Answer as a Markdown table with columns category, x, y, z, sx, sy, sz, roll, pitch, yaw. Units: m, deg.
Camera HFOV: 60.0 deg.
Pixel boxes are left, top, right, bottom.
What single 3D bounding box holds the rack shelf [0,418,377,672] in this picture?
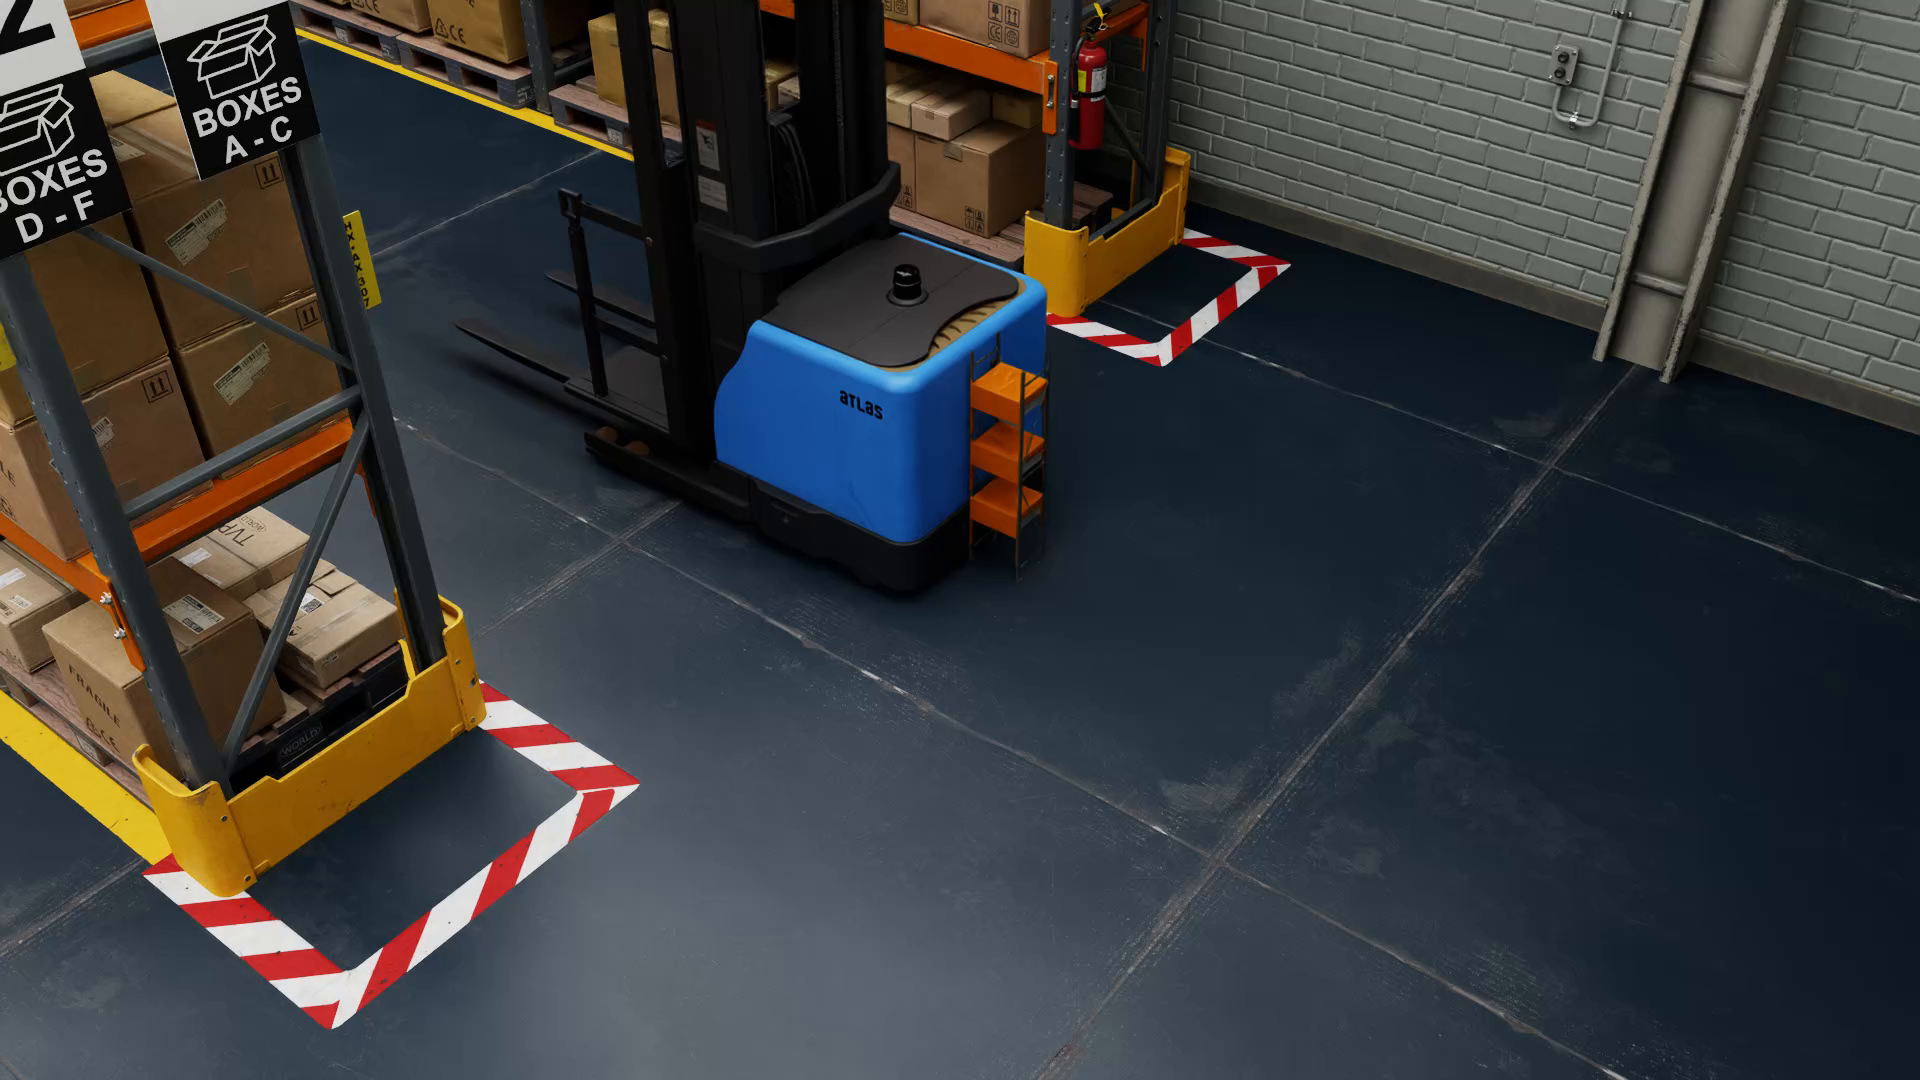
| category | x | y | z | sx | sy | sz | roll | pitch | yaw |
| --- | --- | --- | --- | --- | --- | --- | --- | --- | --- |
| rack shelf | -3.813 | -0.729 | 6.332 | 4.000 | 0.370 | 1.077 | 25 | 45 | 29 |

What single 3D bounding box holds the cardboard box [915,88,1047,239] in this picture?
| category | x | y | z | sx | sy | sz | roll | pitch | yaw |
| --- | --- | --- | --- | --- | --- | --- | --- | --- | --- |
| cardboard box | 0.166 | -2.085 | 9.167 | 0.500 | 0.500 | 0.700 | 25 | 45 | 29 |

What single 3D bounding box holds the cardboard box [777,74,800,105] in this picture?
| category | x | y | z | sx | sy | sz | roll | pitch | yaw |
| --- | --- | --- | --- | --- | --- | --- | --- | --- | --- |
| cardboard box | -0.632 | -2.460 | 9.646 | 0.500 | 0.500 | 0.700 | 24 | 44 | 27 |

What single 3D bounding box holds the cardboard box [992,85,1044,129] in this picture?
| category | x | y | z | sx | sy | sz | roll | pitch | yaw |
| --- | --- | --- | --- | --- | --- | --- | --- | --- | --- |
| cardboard box | 0.387 | -2.391 | 9.032 | 0.250 | 0.149 | 0.380 | 26 | 45 | 29 |

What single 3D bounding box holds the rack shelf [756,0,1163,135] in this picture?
| category | x | y | z | sx | sy | sz | roll | pitch | yaw |
| --- | --- | --- | --- | --- | --- | --- | --- | --- | --- |
| rack shelf | -0.806 | -3.156 | 9.432 | 4.000 | 0.370 | 1.077 | 25 | 45 | 29 |

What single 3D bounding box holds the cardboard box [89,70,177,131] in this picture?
| category | x | y | z | sx | sy | sz | roll | pitch | yaw |
| --- | --- | --- | --- | --- | --- | --- | --- | --- | --- |
| cardboard box | -2.836 | -1.184 | 5.437 | 0.500 | 0.500 | 0.500 | 26 | 45 | 29 |

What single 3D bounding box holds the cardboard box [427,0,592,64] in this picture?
| category | x | y | z | sx | sy | sz | roll | pitch | yaw |
| --- | --- | --- | --- | --- | --- | --- | --- | --- | --- |
| cardboard box | -2.990 | -3.687 | 10.930 | 0.750 | 0.750 | 0.750 | 26 | 45 | 29 |

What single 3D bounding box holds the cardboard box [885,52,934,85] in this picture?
| category | x | y | z | sx | sy | sz | roll | pitch | yaw |
| --- | --- | --- | --- | --- | --- | --- | --- | --- | --- |
| cardboard box | -0.215 | -2.675 | 9.394 | 0.250 | 0.149 | 0.380 | 26 | 45 | 29 |

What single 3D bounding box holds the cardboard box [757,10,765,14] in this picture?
| category | x | y | z | sx | sy | sz | roll | pitch | yaw |
| --- | --- | --- | --- | --- | --- | --- | --- | --- | --- |
| cardboard box | -1.228 | -3.152 | 10.003 | 0.250 | 0.149 | 0.380 | 24 | 44 | 27 |

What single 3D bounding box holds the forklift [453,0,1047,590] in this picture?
| category | x | y | z | sx | sy | sz | roll | pitch | yaw |
| --- | --- | --- | --- | --- | --- | --- | --- | --- | --- |
| forklift | -1.110 | -1.677 | 7.014 | 3.031 | 2.935 | 1.130 | 24 | 44 | 28 |

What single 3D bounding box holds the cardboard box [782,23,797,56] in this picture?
| category | x | y | z | sx | sy | sz | roll | pitch | yaw |
| --- | --- | --- | --- | --- | --- | --- | --- | --- | --- |
| cardboard box | -0.822 | -2.960 | 9.759 | 0.250 | 0.149 | 0.380 | 24 | 44 | 28 |

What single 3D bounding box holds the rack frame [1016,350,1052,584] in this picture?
| category | x | y | z | sx | sy | sz | roll | pitch | yaw |
| --- | --- | --- | --- | --- | --- | --- | --- | --- | --- |
| rack frame | 0.297 | -0.277 | 6.753 | 0.008 | 1.050 | 0.200 | 24 | 44 | 28 |

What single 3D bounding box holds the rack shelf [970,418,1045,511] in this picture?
| category | x | y | z | sx | sy | sz | roll | pitch | yaw |
| --- | --- | --- | --- | --- | --- | --- | --- | --- | --- |
| rack shelf | 0.199 | -0.314 | 6.816 | 0.240 | 0.259 | 0.215 | 24 | 44 | 28 |

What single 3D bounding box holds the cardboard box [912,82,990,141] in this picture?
| category | x | y | z | sx | sy | sz | roll | pitch | yaw |
| --- | --- | --- | --- | --- | --- | --- | --- | --- | --- |
| cardboard box | -0.047 | -2.299 | 8.914 | 0.250 | 0.149 | 0.380 | 25 | 44 | 28 |

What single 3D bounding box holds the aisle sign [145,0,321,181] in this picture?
| category | x | y | z | sx | sy | sz | roll | pitch | yaw |
| --- | --- | --- | --- | --- | --- | --- | --- | --- | --- |
| aisle sign | -1.991 | -1.405 | 4.503 | 0.004 | 0.787 | 0.394 | 25 | 45 | 29 |

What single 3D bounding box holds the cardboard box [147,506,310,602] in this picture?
| category | x | y | z | sx | sy | sz | roll | pitch | yaw |
| --- | --- | --- | --- | --- | --- | --- | --- | --- | --- |
| cardboard box | -2.881 | 0.116 | 6.542 | 0.500 | 0.250 | 0.500 | 25 | 45 | 29 |

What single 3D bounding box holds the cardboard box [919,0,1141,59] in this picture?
| category | x | y | z | sx | sy | sz | roll | pitch | yaw |
| --- | --- | --- | --- | --- | --- | --- | --- | --- | --- |
| cardboard box | 0.371 | -2.995 | 8.399 | 0.700 | 0.700 | 0.980 | 27 | 46 | 30 |

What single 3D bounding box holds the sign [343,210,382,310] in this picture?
| category | x | y | z | sx | sy | sz | roll | pitch | yaw |
| --- | --- | --- | --- | --- | --- | --- | --- | --- | --- |
| sign | -1.894 | -0.870 | 5.226 | 0.005 | 0.325 | 0.100 | 25 | 45 | 29 |

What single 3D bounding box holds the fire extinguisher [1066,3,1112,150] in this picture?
| category | x | y | z | sx | sy | sz | roll | pitch | yaw |
| --- | --- | --- | --- | --- | --- | --- | --- | --- | --- |
| fire extinguisher | 0.622 | -2.231 | 8.031 | 0.183 | 0.674 | 0.296 | 25 | 45 | 29 |

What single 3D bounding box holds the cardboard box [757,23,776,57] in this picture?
| category | x | y | z | sx | sy | sz | roll | pitch | yaw |
| --- | --- | --- | --- | --- | --- | --- | --- | --- | --- |
| cardboard box | -1.287 | -2.882 | 9.659 | 0.250 | 0.149 | 0.380 | 24 | 44 | 27 |

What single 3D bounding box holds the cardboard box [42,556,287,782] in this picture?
| category | x | y | z | sx | sy | sz | roll | pitch | yaw |
| --- | --- | --- | --- | --- | --- | --- | --- | --- | --- |
| cardboard box | -2.806 | 0.464 | 5.894 | 0.500 | 0.500 | 0.500 | 25 | 45 | 29 |

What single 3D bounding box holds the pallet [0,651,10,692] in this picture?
| category | x | y | z | sx | sy | sz | roll | pitch | yaw |
| --- | --- | --- | --- | --- | --- | --- | --- | --- | --- |
| pallet | -3.883 | 0.051 | 7.014 | 1.213 | 0.211 | 1.003 | 25 | 45 | 29 |

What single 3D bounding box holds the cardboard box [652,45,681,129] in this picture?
| category | x | y | z | sx | sy | sz | roll | pitch | yaw |
| --- | --- | --- | --- | --- | --- | --- | --- | --- | --- |
| cardboard box | -1.466 | -2.850 | 10.144 | 0.500 | 0.500 | 0.700 | 25 | 44 | 28 |

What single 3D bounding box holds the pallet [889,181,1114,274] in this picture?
| category | x | y | z | sx | sy | sz | roll | pitch | yaw |
| --- | --- | --- | --- | --- | --- | --- | --- | --- | --- |
| pallet | 0.100 | -1.854 | 9.447 | 1.213 | 0.211 | 1.003 | 25 | 45 | 29 |

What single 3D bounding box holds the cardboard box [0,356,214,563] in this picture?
| category | x | y | z | sx | sy | sz | roll | pitch | yaw |
| --- | --- | --- | --- | --- | --- | --- | --- | --- | --- |
| cardboard box | -2.745 | -0.337 | 5.167 | 0.500 | 0.500 | 0.500 | 27 | 45 | 30 |

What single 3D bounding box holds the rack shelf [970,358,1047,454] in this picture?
| category | x | y | z | sx | sy | sz | roll | pitch | yaw |
| --- | --- | --- | --- | --- | --- | --- | --- | --- | --- |
| rack shelf | 0.199 | -0.537 | 6.641 | 0.240 | 0.259 | 0.215 | 24 | 44 | 28 |

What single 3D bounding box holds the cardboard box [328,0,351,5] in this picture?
| category | x | y | z | sx | sy | sz | roll | pitch | yaw |
| --- | --- | --- | --- | --- | --- | --- | --- | --- | --- |
| cardboard box | -4.376 | -4.335 | 11.757 | 0.750 | 0.750 | 0.750 | 25 | 44 | 28 |

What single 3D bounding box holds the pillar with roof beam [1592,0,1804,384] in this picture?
| category | x | y | z | sx | sy | sz | roll | pitch | yaw |
| --- | --- | --- | --- | --- | --- | --- | --- | --- | --- |
| pillar with roof beam | 0.837 | -2.357 | 2.961 | 0.400 | 9.000 | 9.100 | 25 | 45 | 29 |

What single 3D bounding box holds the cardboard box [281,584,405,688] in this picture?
| category | x | y | z | sx | sy | sz | roll | pitch | yaw |
| --- | --- | --- | --- | --- | --- | --- | --- | --- | --- |
| cardboard box | -2.348 | 0.361 | 6.312 | 0.250 | 0.149 | 0.380 | 25 | 45 | 29 |

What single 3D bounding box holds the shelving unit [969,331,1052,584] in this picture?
| category | x | y | z | sx | sy | sz | roll | pitch | yaw |
| --- | --- | --- | --- | --- | --- | --- | --- | --- | --- |
| shelving unit | 0.199 | -0.322 | 6.810 | 0.252 | 1.050 | 0.215 | 24 | 44 | 28 |

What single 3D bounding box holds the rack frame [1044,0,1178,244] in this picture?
| category | x | y | z | sx | sy | sz | roll | pitch | yaw |
| --- | --- | --- | --- | --- | --- | --- | --- | --- | --- |
| rack frame | 0.782 | -2.691 | 8.253 | 0.127 | 3.000 | 1.000 | 25 | 45 | 29 |

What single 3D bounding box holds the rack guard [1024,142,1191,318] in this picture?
| category | x | y | z | sx | sy | sz | roll | pitch | yaw |
| --- | --- | --- | --- | --- | --- | --- | --- | --- | --- |
| rack guard | 0.802 | -1.697 | 9.012 | 0.348 | 0.500 | 1.175 | 25 | 45 | 29 |
